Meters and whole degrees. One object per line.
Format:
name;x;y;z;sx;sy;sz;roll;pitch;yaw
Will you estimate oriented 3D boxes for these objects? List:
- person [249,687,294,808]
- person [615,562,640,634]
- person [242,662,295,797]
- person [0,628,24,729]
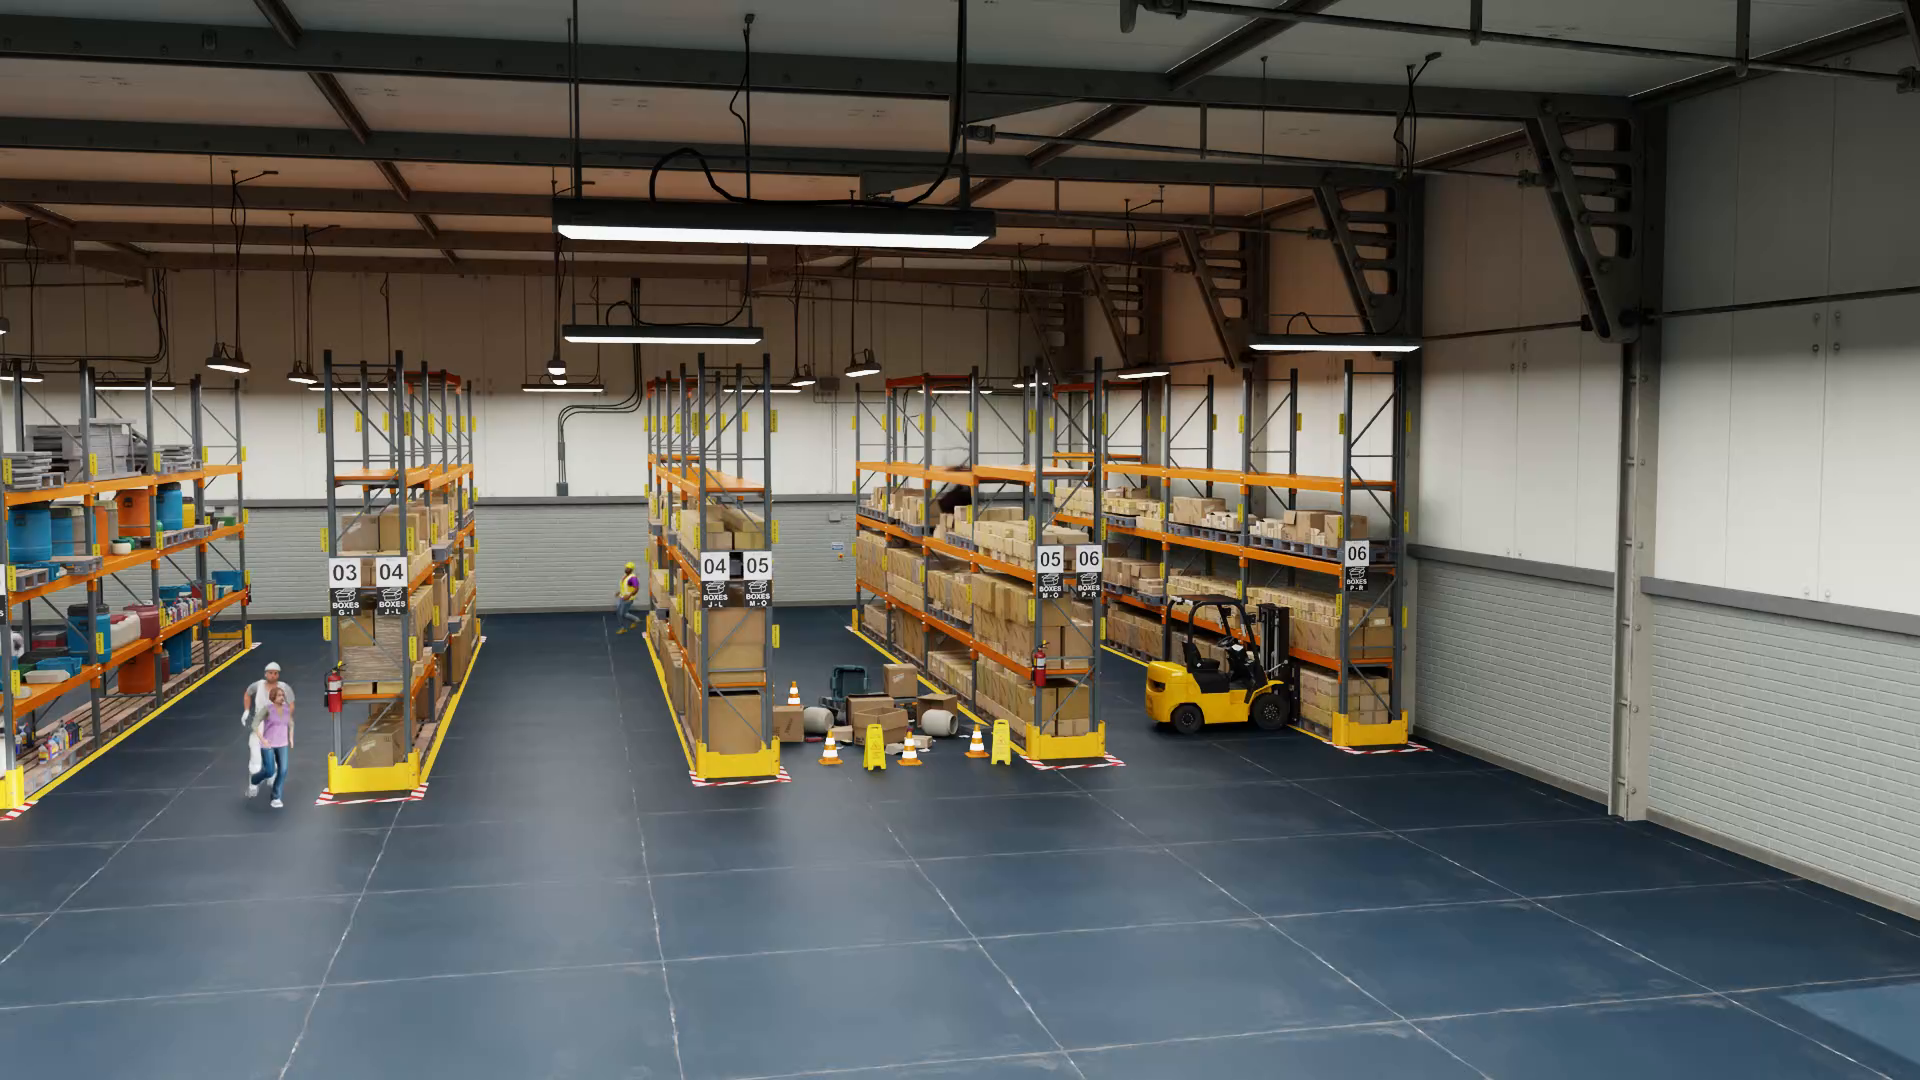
person;-9.031;2.704;21.895;0.683;1.553;0.595;3;5;39
person;-7.908;1.386;39.762;0.611;1.723;0.760;-3;5;-39
person;-9.400;2.555;22.616;0.682;1.820;0.798;-1;4;-18
person;-15.919;2.185;27.672;0.690;1.771;1.042;-1;4;-14
